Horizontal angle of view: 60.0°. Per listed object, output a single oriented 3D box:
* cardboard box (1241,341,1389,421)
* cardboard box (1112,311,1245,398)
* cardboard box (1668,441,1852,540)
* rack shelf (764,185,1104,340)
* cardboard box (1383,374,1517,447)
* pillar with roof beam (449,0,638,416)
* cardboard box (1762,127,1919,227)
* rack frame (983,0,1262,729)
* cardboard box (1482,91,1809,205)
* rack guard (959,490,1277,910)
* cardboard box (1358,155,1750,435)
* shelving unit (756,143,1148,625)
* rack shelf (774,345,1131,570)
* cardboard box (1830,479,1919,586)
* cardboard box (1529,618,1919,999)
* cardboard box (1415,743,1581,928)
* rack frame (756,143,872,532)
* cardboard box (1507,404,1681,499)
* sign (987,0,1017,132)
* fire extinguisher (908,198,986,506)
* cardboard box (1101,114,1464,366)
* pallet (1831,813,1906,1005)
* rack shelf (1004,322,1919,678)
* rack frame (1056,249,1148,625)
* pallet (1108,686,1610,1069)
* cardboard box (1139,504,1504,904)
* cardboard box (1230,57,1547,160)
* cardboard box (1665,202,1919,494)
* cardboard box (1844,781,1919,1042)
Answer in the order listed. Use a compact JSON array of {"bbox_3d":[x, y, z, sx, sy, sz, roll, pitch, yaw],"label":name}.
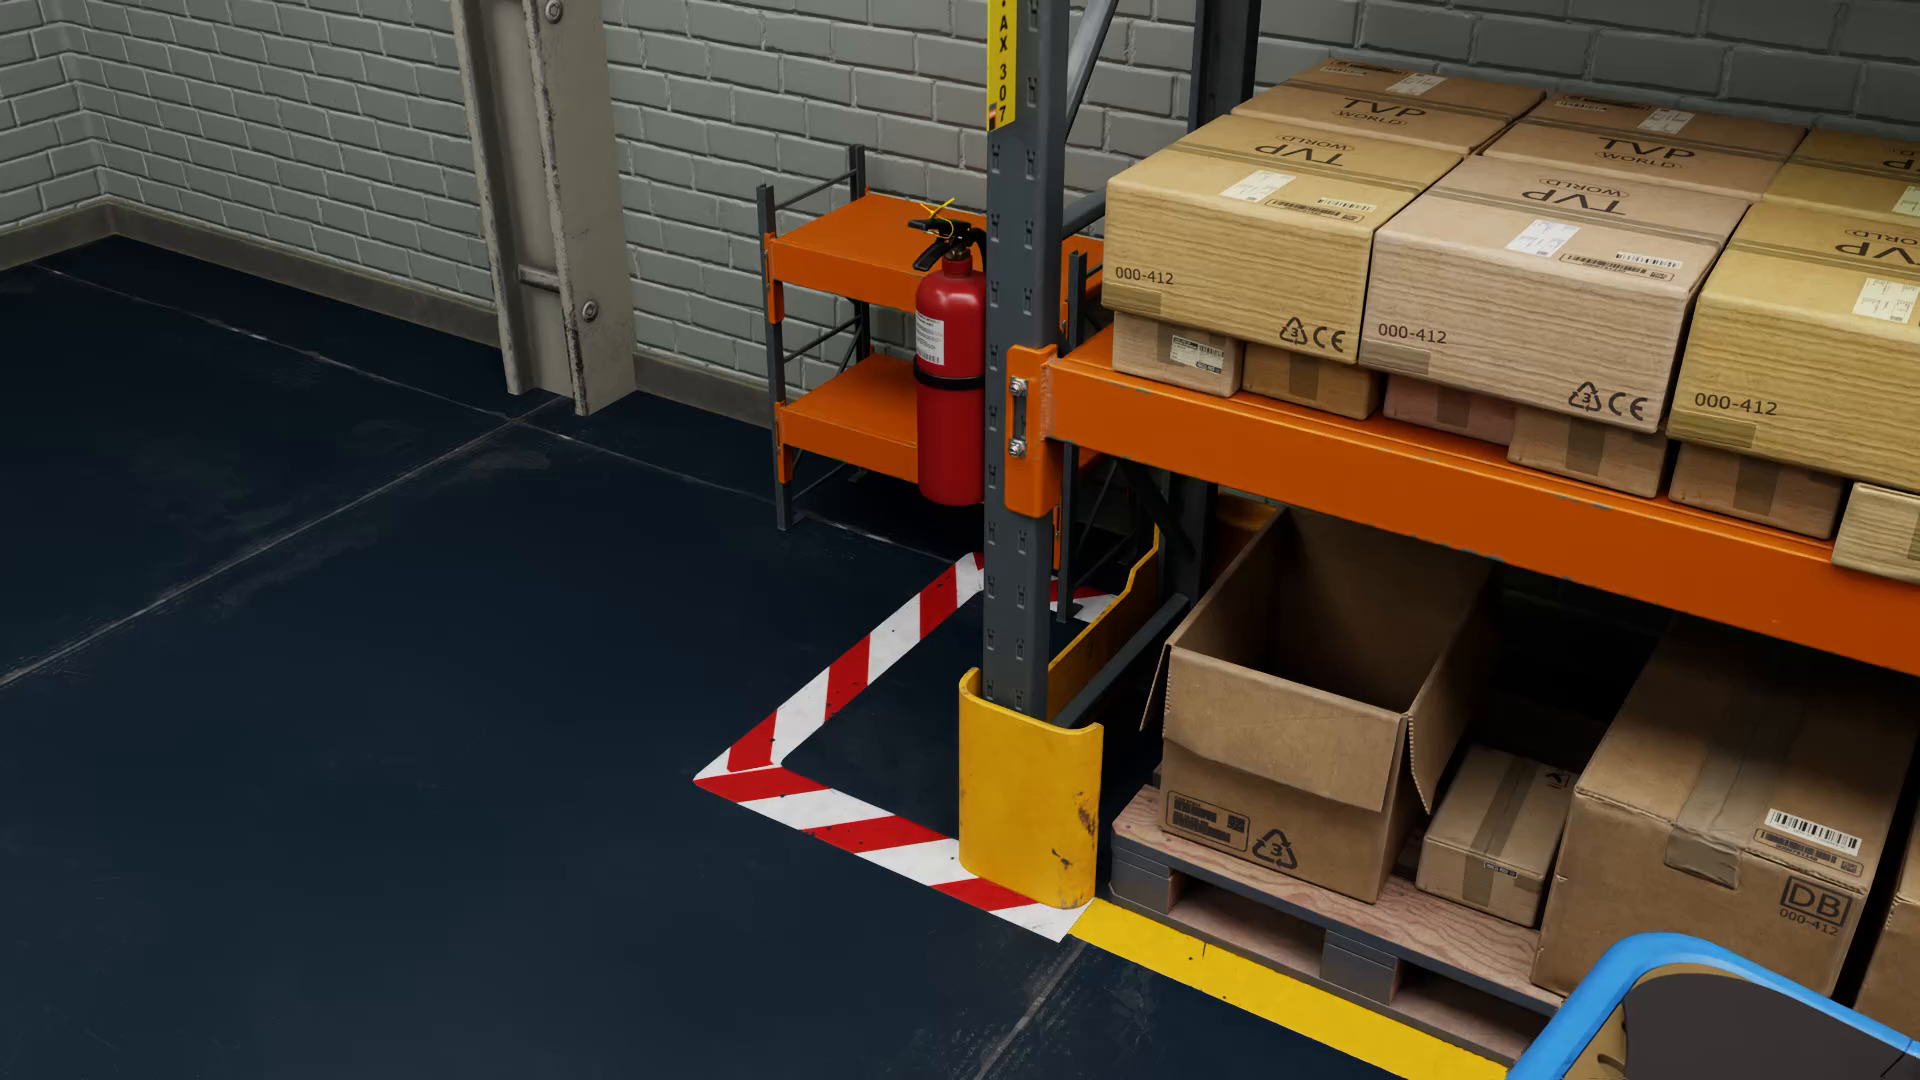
[{"bbox_3d":[0.737,-0.392,3.194,0.250,0.149,0.380,18,35,29],"label":"cardboard box"},{"bbox_3d":[0.497,-0.440,3.277,0.250,0.149,0.380,17,34,27],"label":"cardboard box"},{"bbox_3d":[1.388,-0.173,2.820,0.250,0.149,0.380,18,35,28],"label":"cardboard box"},{"bbox_3d":[-0.006,-0.740,4.821,1.000,0.278,0.538,17,35,27],"label":"rack shelf"},{"bbox_3d":[0.978,-0.336,3.098,0.250,0.149,0.380,17,34,27],"label":"cardboard box"},{"bbox_3d":[-3.728,-2.614,0.801,0.400,9.000,9.100,18,35,27],"label":"pillar with roof beam"},{"bbox_3d":[1.749,-0.534,3.042,0.500,0.250,0.500,19,35,29],"label":"cardboard box"},{"bbox_3d":[0.365,-0.754,3.565,0.127,3.000,1.000,18,35,27],"label":"rack frame"},{"bbox_3d":[1.332,-0.669,3.273,0.500,0.250,0.500,18,35,27],"label":"cardboard box"},{"bbox_3d":[0.429,0.347,4.160,0.348,0.500,1.175,18,35,27],"label":"rack guard"},{"bbox_3d":[1.033,-0.446,2.891,0.500,0.250,0.500,18,35,28],"label":"cardboard box"},{"bbox_3d":[-0.006,-0.487,4.968,1.048,1.125,0.538,17,35,27],"label":"shelving unit"},{"bbox_3d":[-0.006,-0.276,5.092,1.000,0.278,0.538,17,35,27],"label":"rack shelf"},{"bbox_3d":[1.562,-0.074,2.649,0.250,0.149,0.380,17,34,26],"label":"cardboard box"},{"bbox_3d":[1.536,0.595,3.318,0.500,0.500,0.700,19,35,29],"label":"cardboard box"},{"bbox_3d":[1.172,0.631,3.604,0.250,0.149,0.380,16,34,25],"label":"cardboard box"},{"bbox_3d":[-0.437,-0.623,5.201,0.032,1.125,0.500,17,35,27],"label":"rack frame"},{"bbox_3d":[1.160,-0.242,2.938,0.250,0.149,0.380,19,35,29],"label":"cardboard box"},{"bbox_3d":[0.076,-0.896,2.950,0.005,0.325,0.100,18,35,27],"label":"sign"},{"bbox_3d":[-0.005,-0.401,3.408,0.183,0.674,0.296,18,35,27],"label":"fire extinguisher"},{"bbox_3d":[0.606,-0.581,3.122,0.500,0.250,0.500,18,35,28],"label":"cardboard box"},{"bbox_3d":[2.134,1.012,3.306,1.213,0.211,1.003,18,35,27],"label":"pallet"},{"bbox_3d":[2.059,0.093,2.828,4.000,0.370,1.077,18,35,27],"label":"rack shelf"},{"bbox_3d":[0.425,-0.351,4.736,0.032,1.125,0.500,17,35,27],"label":"rack frame"},{"bbox_3d":[1.105,0.685,3.867,1.213,0.211,1.003,18,35,27],"label":"pallet"},{"bbox_3d":[0.832,0.348,3.738,0.637,0.503,0.797,16,34,25],"label":"cardboard box"},{"bbox_3d":[0.896,-0.807,3.511,0.500,0.250,0.500,19,35,29],"label":"cardboard box"},{"bbox_3d":[1.464,-0.311,2.661,0.500,0.250,0.500,17,34,26],"label":"cardboard box"},{"bbox_3d":[1.930,0.779,3.002,0.500,0.500,0.500,18,35,28],"label":"cardboard box"}]
